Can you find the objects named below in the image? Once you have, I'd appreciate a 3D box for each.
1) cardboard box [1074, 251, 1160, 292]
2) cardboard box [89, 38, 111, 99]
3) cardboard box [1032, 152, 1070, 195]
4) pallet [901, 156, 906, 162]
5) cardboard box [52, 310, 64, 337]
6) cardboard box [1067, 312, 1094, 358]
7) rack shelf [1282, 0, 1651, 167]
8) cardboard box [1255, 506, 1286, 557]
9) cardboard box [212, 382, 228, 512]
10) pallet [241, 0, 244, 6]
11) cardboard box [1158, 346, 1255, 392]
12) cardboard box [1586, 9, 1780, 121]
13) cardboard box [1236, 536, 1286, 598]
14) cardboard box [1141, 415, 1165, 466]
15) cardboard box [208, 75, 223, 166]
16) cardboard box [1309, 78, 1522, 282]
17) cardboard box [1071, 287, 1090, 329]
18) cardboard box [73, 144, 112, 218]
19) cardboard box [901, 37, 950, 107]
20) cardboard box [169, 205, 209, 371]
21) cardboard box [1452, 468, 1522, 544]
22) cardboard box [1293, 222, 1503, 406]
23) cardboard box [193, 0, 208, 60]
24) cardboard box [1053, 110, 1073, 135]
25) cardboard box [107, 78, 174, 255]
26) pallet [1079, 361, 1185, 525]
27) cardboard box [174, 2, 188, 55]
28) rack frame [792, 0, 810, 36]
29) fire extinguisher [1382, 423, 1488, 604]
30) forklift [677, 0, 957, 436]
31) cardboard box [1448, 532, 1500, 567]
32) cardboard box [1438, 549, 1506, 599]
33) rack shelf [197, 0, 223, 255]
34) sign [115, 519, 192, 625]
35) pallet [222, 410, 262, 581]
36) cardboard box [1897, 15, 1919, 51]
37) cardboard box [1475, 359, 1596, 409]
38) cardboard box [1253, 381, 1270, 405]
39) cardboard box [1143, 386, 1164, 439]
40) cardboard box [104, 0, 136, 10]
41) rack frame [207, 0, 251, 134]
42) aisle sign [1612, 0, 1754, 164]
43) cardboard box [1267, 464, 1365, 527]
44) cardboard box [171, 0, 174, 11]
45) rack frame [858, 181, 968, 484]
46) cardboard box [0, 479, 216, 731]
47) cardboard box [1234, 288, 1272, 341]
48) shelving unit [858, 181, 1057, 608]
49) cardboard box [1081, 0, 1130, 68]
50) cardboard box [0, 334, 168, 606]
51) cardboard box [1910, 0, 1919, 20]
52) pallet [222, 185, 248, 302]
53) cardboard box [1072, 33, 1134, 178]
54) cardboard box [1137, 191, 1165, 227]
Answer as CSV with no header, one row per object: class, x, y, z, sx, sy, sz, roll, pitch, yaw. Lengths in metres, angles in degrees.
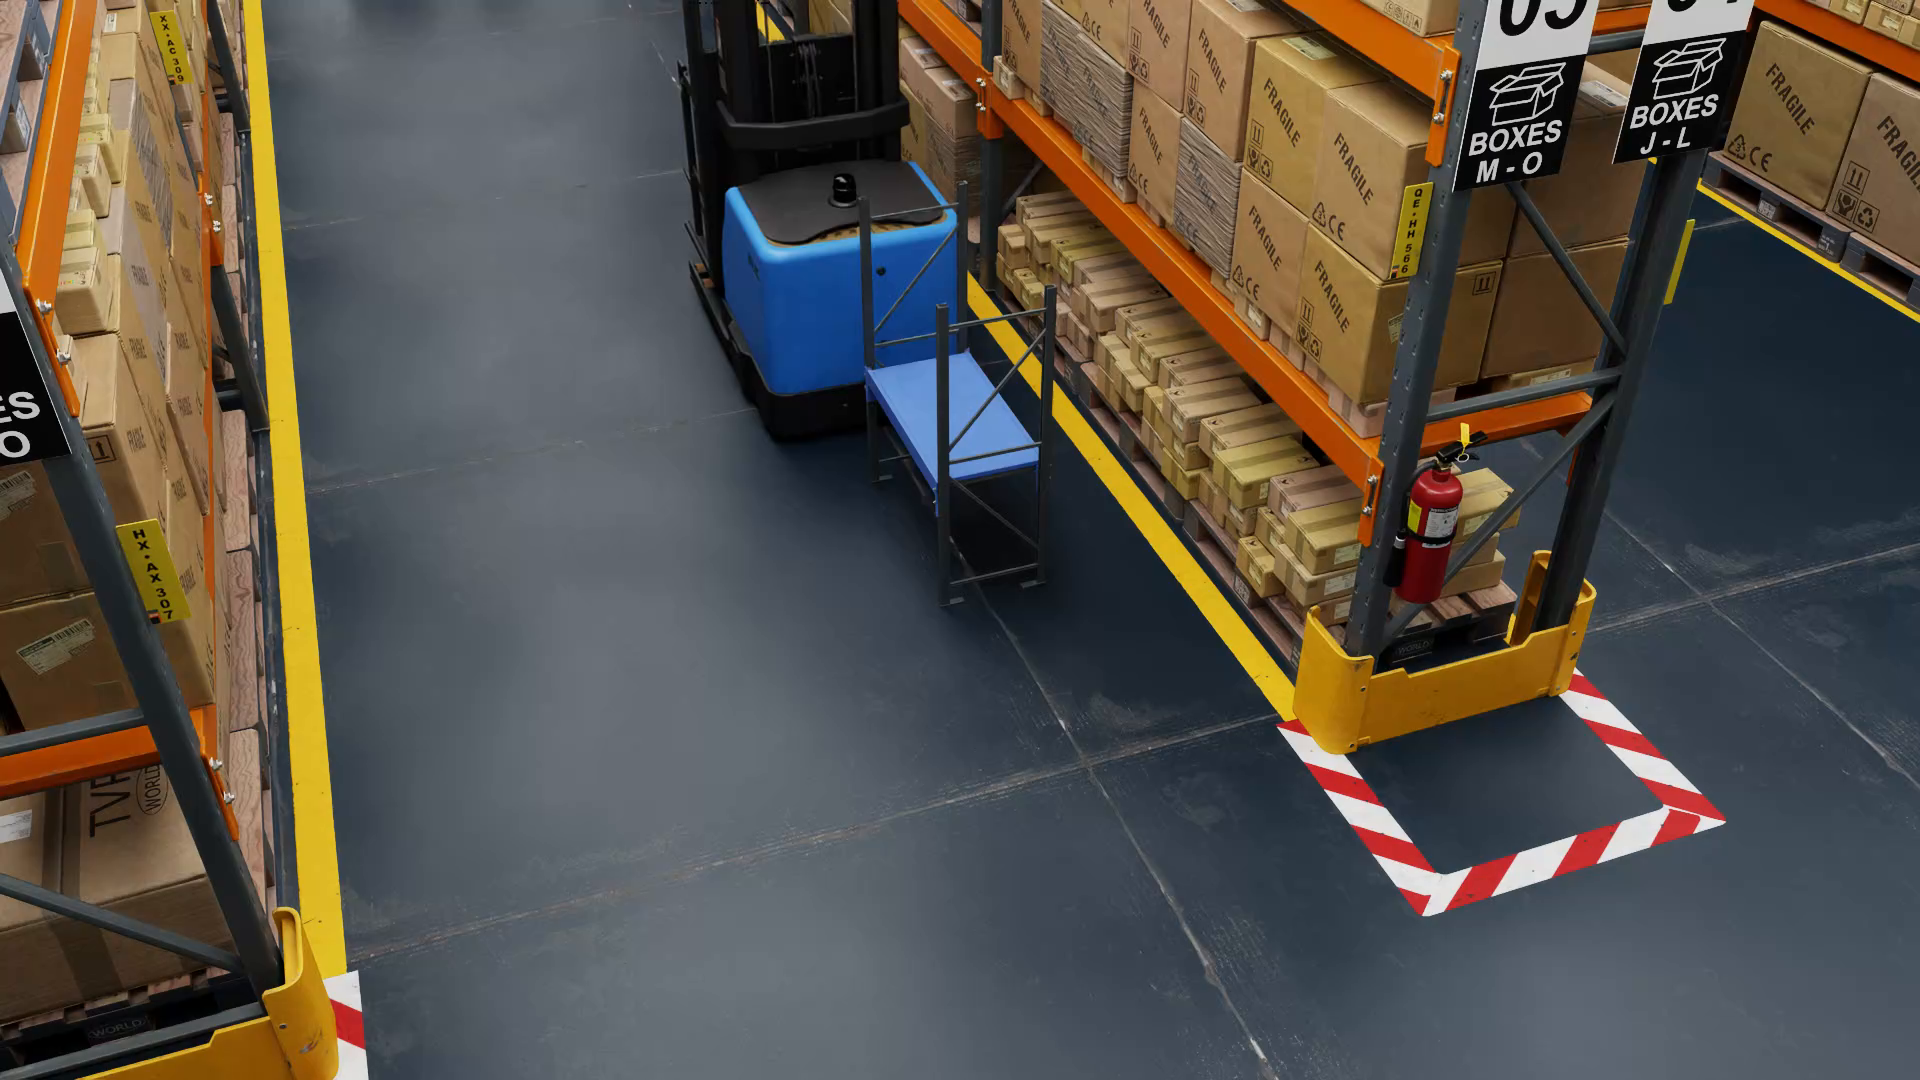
cardboard box,0.811,-1.353,8.578,0.380,0.149,0.250,-13,39,-17
cardboard box,-3.316,-1.687,6.044,0.380,0.149,0.250,-13,39,-16
cardboard box,0.598,-2.408,10.182,0.500,0.500,0.500,-11,38,-14
pallet,-0.090,-2.783,11.269,1.003,0.211,1.213,-12,39,-16
cardboard box,-2.653,-0.515,4.487,0.380,0.149,0.250,-12,38,-15
cardboard box,0.787,-1.110,8.751,0.380,0.149,0.250,-13,39,-17
rack shelf,1.291,-2.547,6.744,1.077,0.370,4.000,-12,39,-16
cardboard box,1.490,-0.053,7.100,0.380,0.149,0.250,-13,39,-17
cardboard box,-3.895,-0.452,7.637,0.875,0.438,0.875,-13,39,-17
pallet,-6.494,-4.650,13.749,1.003,0.211,1.213,-12,39,-16
cardboard box,1.157,-0.765,7.799,0.380,0.149,0.250,-14,39,-17
cardboard box,5.056,-3.413,11.205,1.225,0.875,0.875,-12,39,-16
cardboard box,1.419,0.086,7.164,0.380,0.149,0.250,-11,38,-15
cardboard box,1.090,-0.508,7.952,0.380,0.149,0.250,-12,39,-15
cardboard box,-5.227,-2.856,10.465,0.875,0.875,0.875,-13,39,-16
cardboard box,1.588,-1.272,5.784,0.500,0.500,0.500,-13,39,-17
cardboard box,0.806,-1.236,8.671,0.380,0.149,0.250,-14,39,-18
cardboard box,-2.928,-1.117,5.287,0.380,0.149,0.250,-12,39,-16
cardboard box,-0.055,-2.897,10.208,0.500,0.250,0.500,-11,38,-14
cardboard box,-3.241,-0.945,6.428,0.500,0.500,0.500,-13,39,-17
cardboard box,2.118,-0.140,6.969,0.380,0.149,0.250,-14,39,-18
cardboard box,1.583,-0.866,6.076,0.500,0.500,0.500,-12,39,-15
cardboard box,-4.418,-2.797,9.095,0.500,0.250,0.500,-13,39,-17
cardboard box,0.693,-2.168,8.344,0.380,0.149,0.250,-14,39,-18
cardboard box,-3.237,-1.341,6.122,0.500,0.500,0.500,-12,39,-15
pallet,1.291,-0.590,8.358,1.003,0.211,1.213,-12,39,-16
cardboard box,-4.102,-2.420,8.179,0.500,0.250,0.500,-12,39,-15
rack frame,-0.774,-5.026,11.930,1.000,3.000,0.127,-12,39,-16
fire extinguisher,1.633,-0.089,5.749,0.296,0.674,0.183,-12,39,-16
forklift,-0.928,-2.578,8.736,1.130,2.935,3.031,-12,39,-15
cardboard box,2.040,-0.004,7.035,0.380,0.149,0.250,-11,38,-14
cardboard box,2.100,0.102,7.142,0.380,0.149,0.250,-12,39,-15
rack shelf,-4.698,-2.527,9.210,1.077,0.370,4.000,-12,39,-16
sign,-2.110,0.086,4.357,0.100,0.325,0.005,-12,39,-16
pallet,-3.822,-0.125,7.740,1.003,0.211,1.213,-12,39,-16
cardboard box,5.446,-2.810,9.197,0.380,0.149,0.250,-13,39,-17
cardboard box,2.176,-0.657,6.338,0.380,0.149,0.250,-13,39,-16
cardboard box,1.533,-0.732,8.002,0.380,0.149,0.250,-11,38,-14
cardboard box,1.088,-0.625,7.860,0.380,0.149,0.250,-11,38,-14
cardboard box,-3.605,-2.275,6.824,0.380,0.149,0.250,-13,39,-17
rack frame,-5.386,-3.944,10.493,1.000,3.000,0.127,-12,39,-16
aisle sign,2.286,-1.566,5.175,0.394,0.787,0.004,-12,39,-16
cardboard box,1.527,-0.174,7.014,0.380,0.149,0.250,-12,39,-15
cardboard box,-4.093,-2.714,7.945,0.500,0.500,0.500,-13,39,-16
rack frame,-0.204,-0.934,7.744,0.500,1.500,0.032,-12,39,-16
cardboard box,-2.529,0.205,4.902,0.500,0.500,0.500,-13,39,-16
cardboard box,1.341,-0.958,6.738,0.380,0.149,0.250,-11,38,-15
shelving unit,-0.029,-0.647,7.363,0.538,1.500,1.048,-12,39,-16
cardboard box,0.867,-2.439,7.333,0.500,0.500,0.500,-12,39,-15
cardboard box,-2.531,-0.194,4.601,0.500,0.500,0.500,-13,39,-17
cardboard box,5.561,-2.902,8.987,0.500,0.250,0.500,-12,38,-15
pallet,-4.770,-1.681,9.807,1.003,0.211,1.213,-12,39,-16
cardboard box,0.853,-2.023,7.613,0.500,0.500,0.500,-13,39,-17
cardboard box,1.028,-1.563,7.540,0.380,0.149,0.250,-11,38,-14
